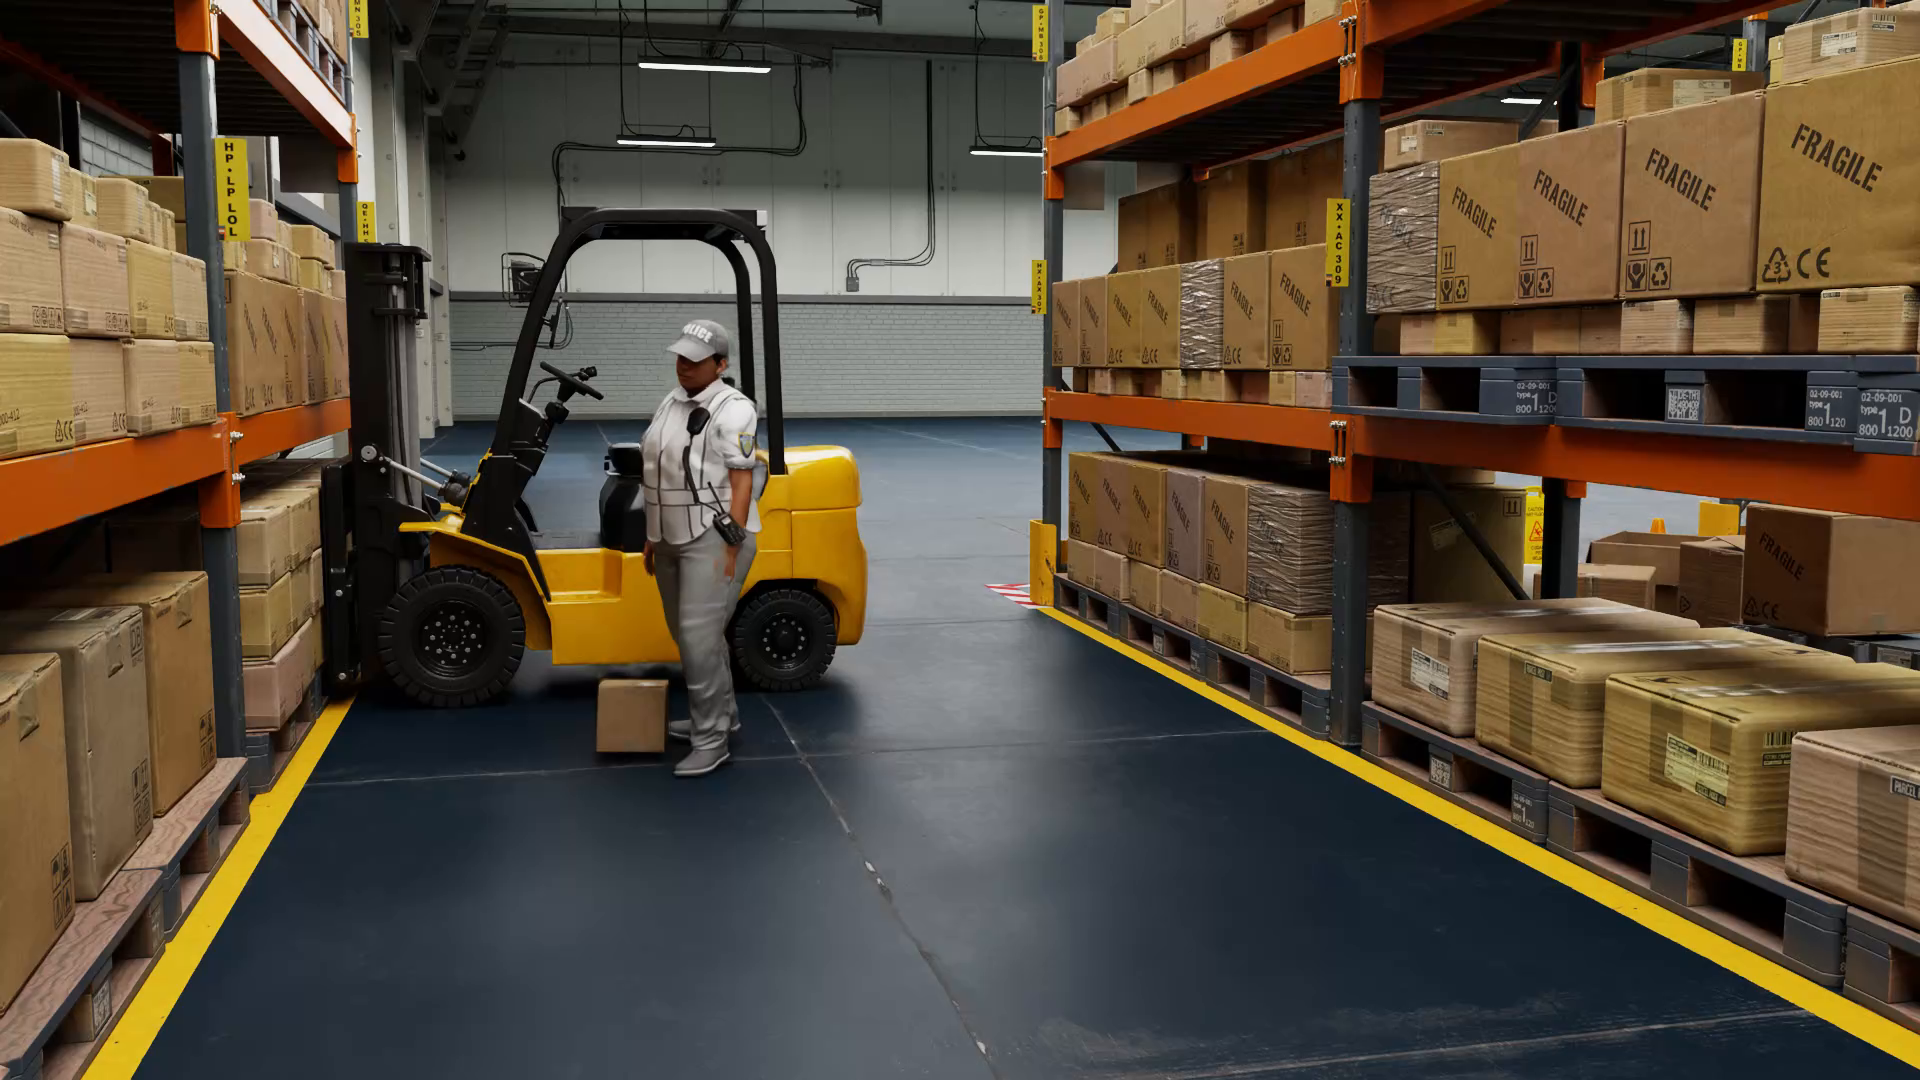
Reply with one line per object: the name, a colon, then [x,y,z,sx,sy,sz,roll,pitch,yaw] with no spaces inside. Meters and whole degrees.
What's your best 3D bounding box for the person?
person: [-0.970,0.006,6.210,0.534,1.643,0.656,-6,9,-44]
